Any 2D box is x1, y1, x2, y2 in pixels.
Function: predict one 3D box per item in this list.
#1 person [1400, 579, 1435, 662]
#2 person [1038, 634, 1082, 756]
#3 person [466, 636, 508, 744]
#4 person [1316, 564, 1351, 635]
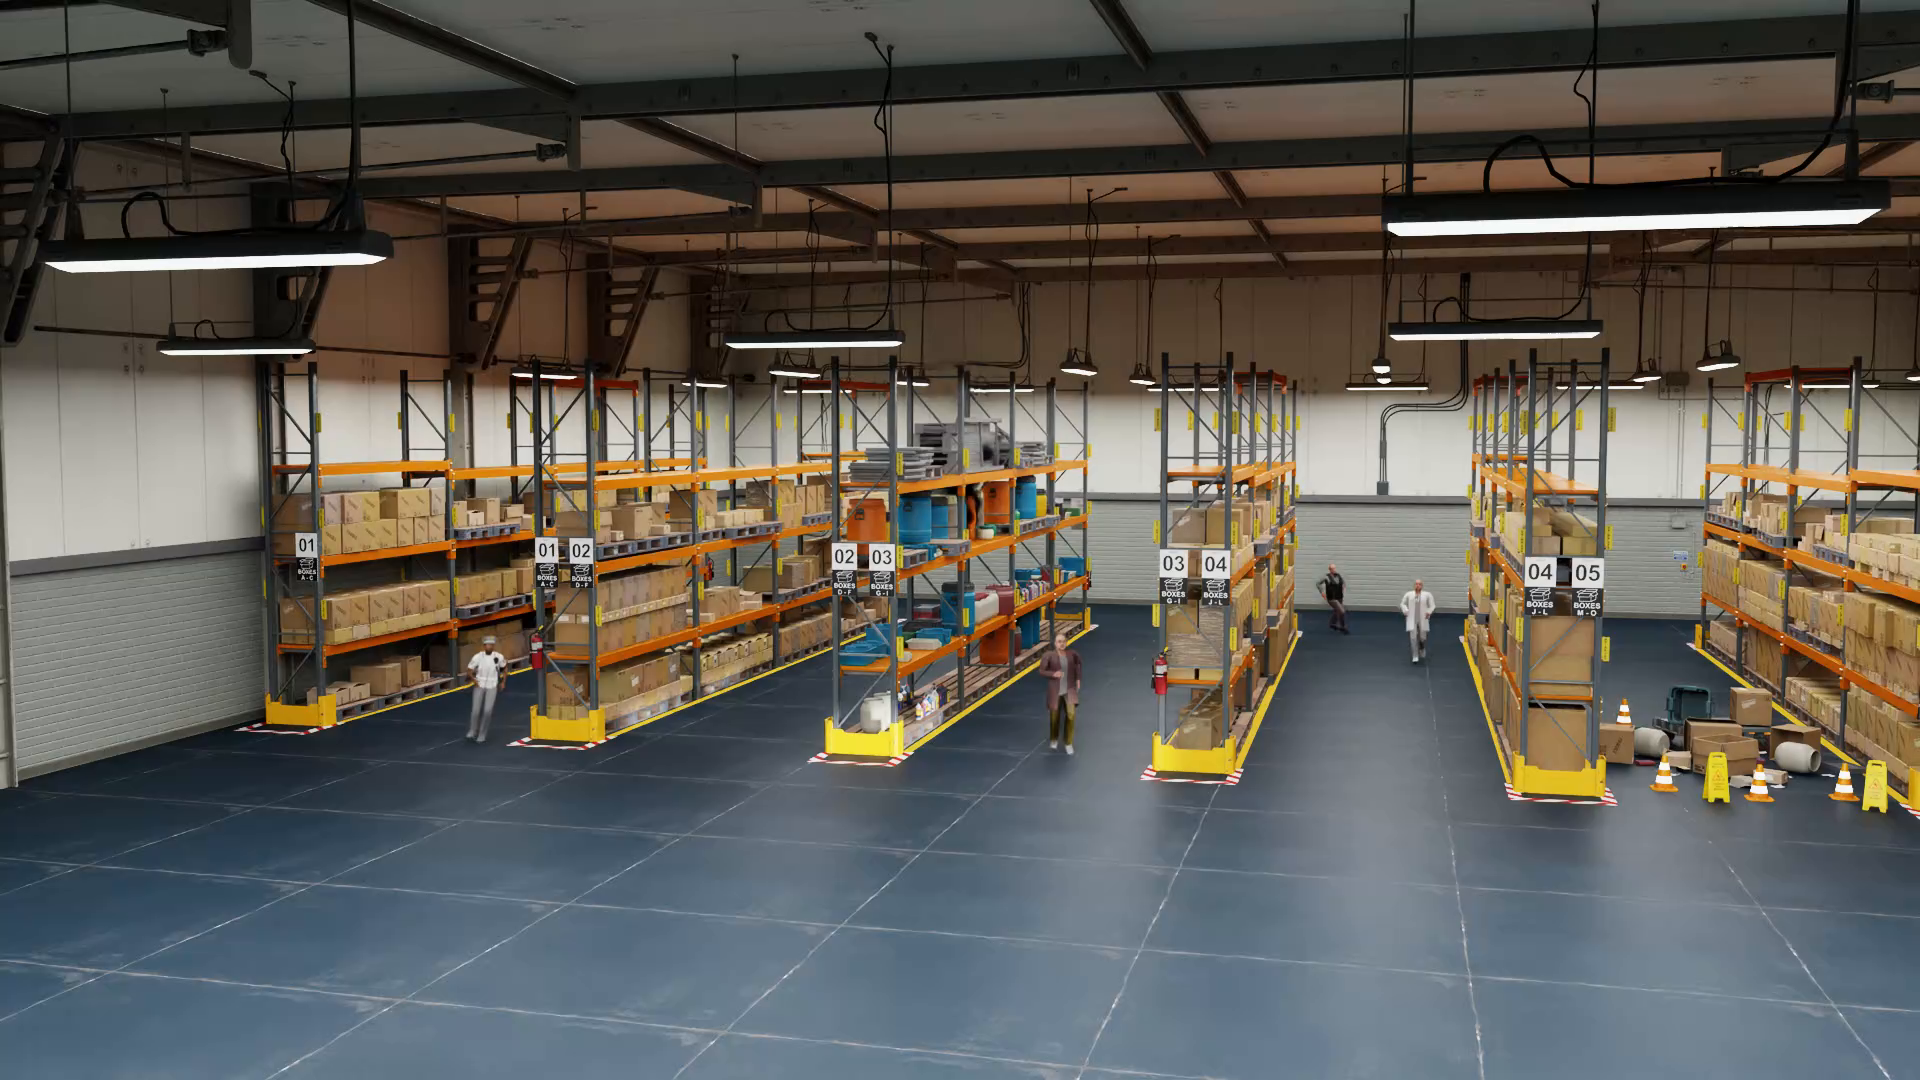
[{"bbox_3d":[9.584,1.685,34.854,0.707,1.724,0.668,1,4,17],"label":"person"},{"bbox_3d":[1.523,2.349,25.185,0.709,1.856,0.839,0,4,-5],"label":"person"},{"bbox_3d":[-7.455,2.343,26.175,0.662,1.696,0.666,-1,4,-14],"label":"person"},{"bbox_3d":[8.881,1.412,39.512,0.787,1.708,0.767,-2,5,-30],"label":"person"}]
